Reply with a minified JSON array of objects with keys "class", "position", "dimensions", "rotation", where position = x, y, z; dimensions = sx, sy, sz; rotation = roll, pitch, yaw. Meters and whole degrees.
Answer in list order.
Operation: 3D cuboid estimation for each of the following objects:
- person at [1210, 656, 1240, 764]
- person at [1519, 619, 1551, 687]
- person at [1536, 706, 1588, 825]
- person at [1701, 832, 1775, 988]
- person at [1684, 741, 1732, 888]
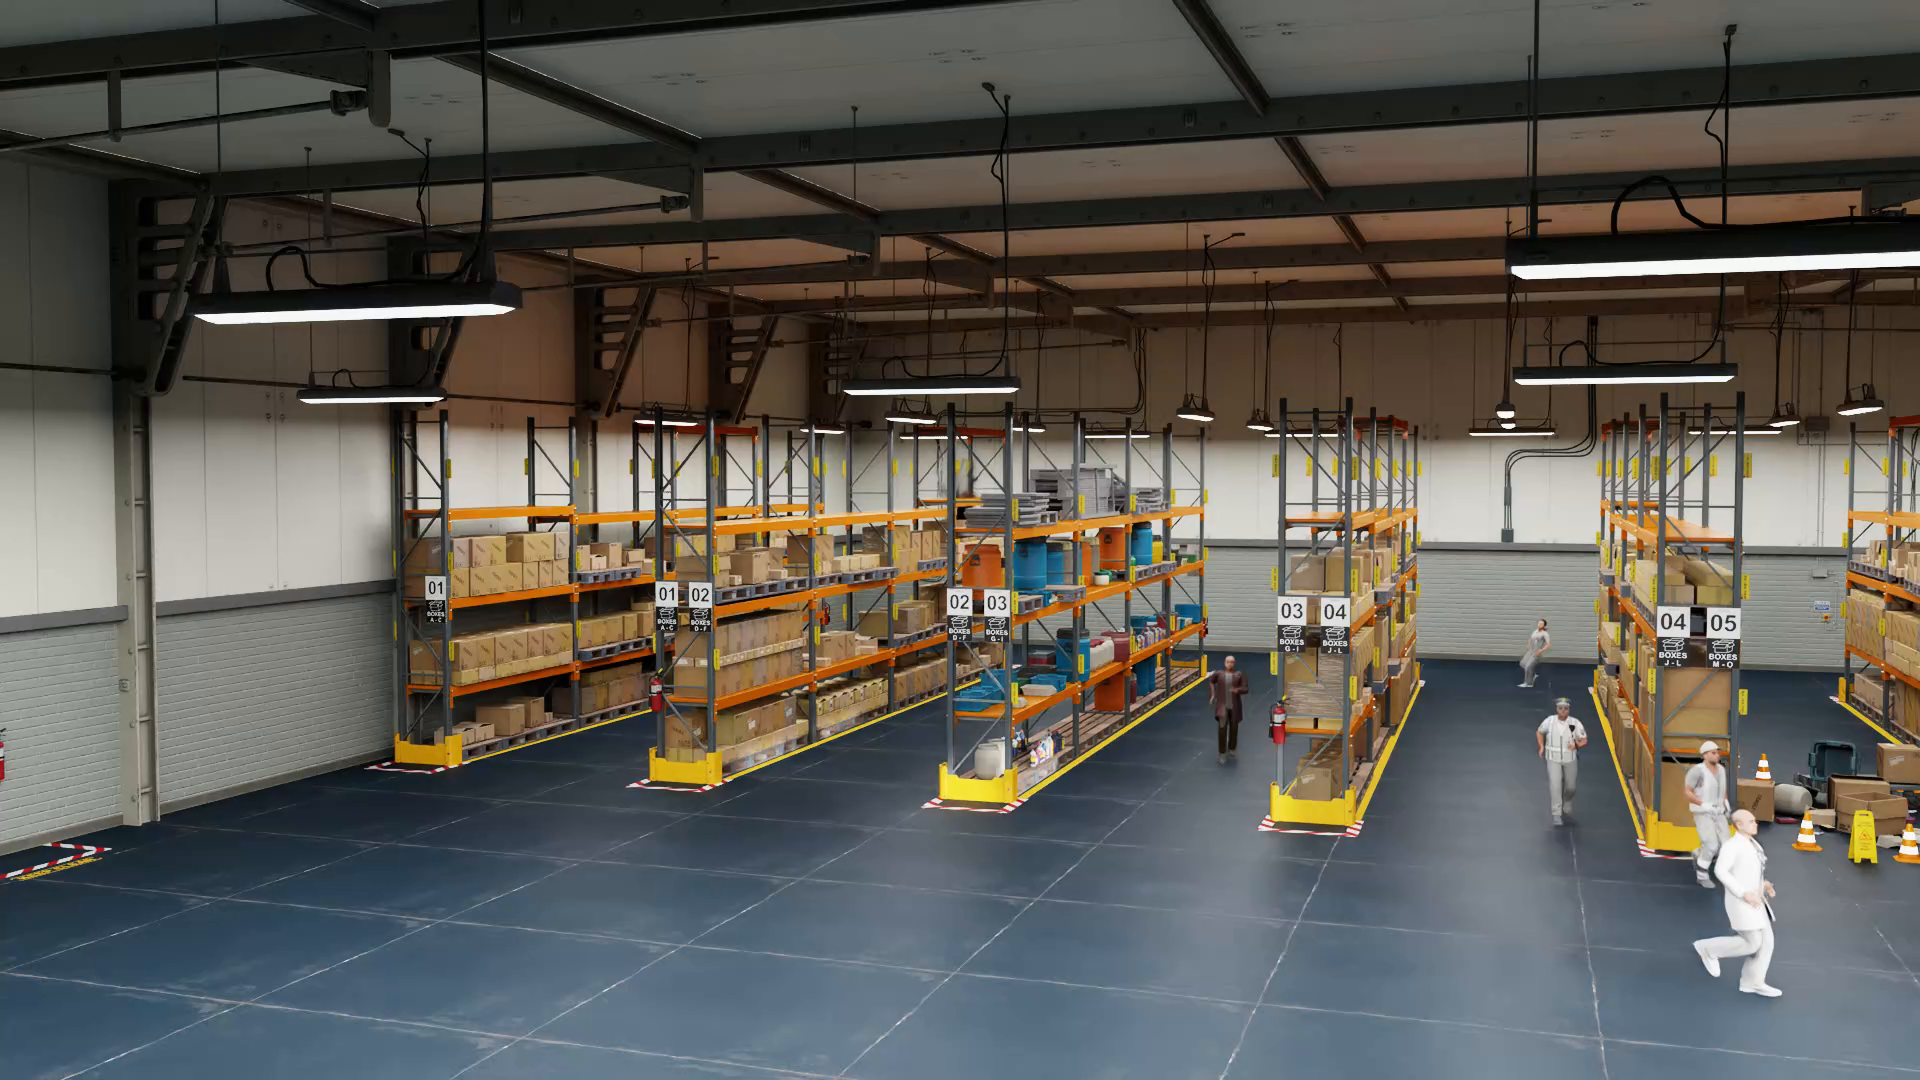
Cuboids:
[{"class":"person","position":[4.596,2.918,28.440],"dimensions":[0.641,1.796,0.835],"rotation":[0,2,7]},{"class":"person","position":[13.086,2.581,37.846],"dimensions":[0.521,1.584,0.644],"rotation":[-1,3,-21]},{"class":"person","position":[8.514,3.120,23.536],"dimensions":[0.681,1.700,0.948],"rotation":[1,3,18]},{"class":"person","position":[7.459,3.512,15.922],"dimensions":[0.616,1.461,0.723],"rotation":[2,3,44]},{"class":"person","position":[8.981,3.278,19.962],"dimensions":[0.652,1.746,0.625],"rotation":[-1,3,-22]}]
